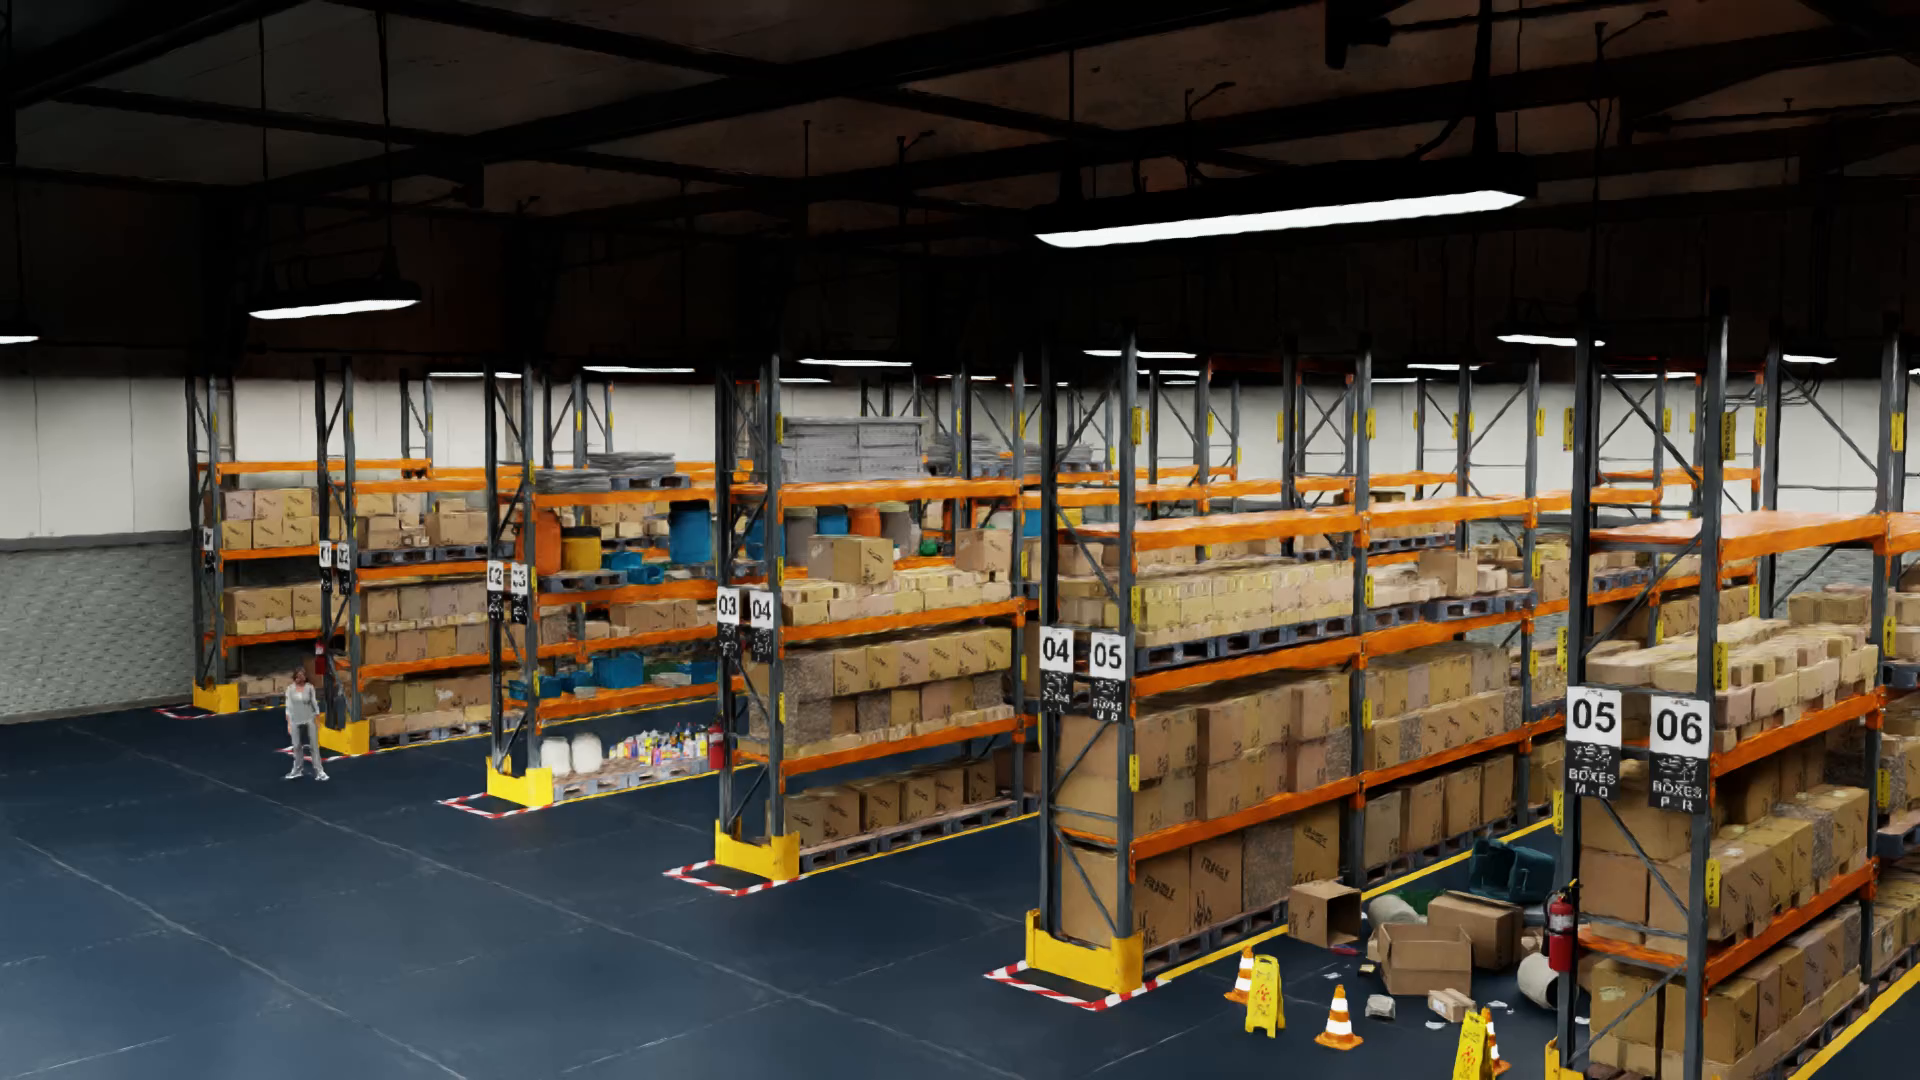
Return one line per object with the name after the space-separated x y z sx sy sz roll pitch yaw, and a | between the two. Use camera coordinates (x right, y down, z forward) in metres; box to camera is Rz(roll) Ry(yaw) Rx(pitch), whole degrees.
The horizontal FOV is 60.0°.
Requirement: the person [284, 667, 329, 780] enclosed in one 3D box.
-9.196 2.569 23.366 0.623 1.589 0.493 -1 5 -15 | person
